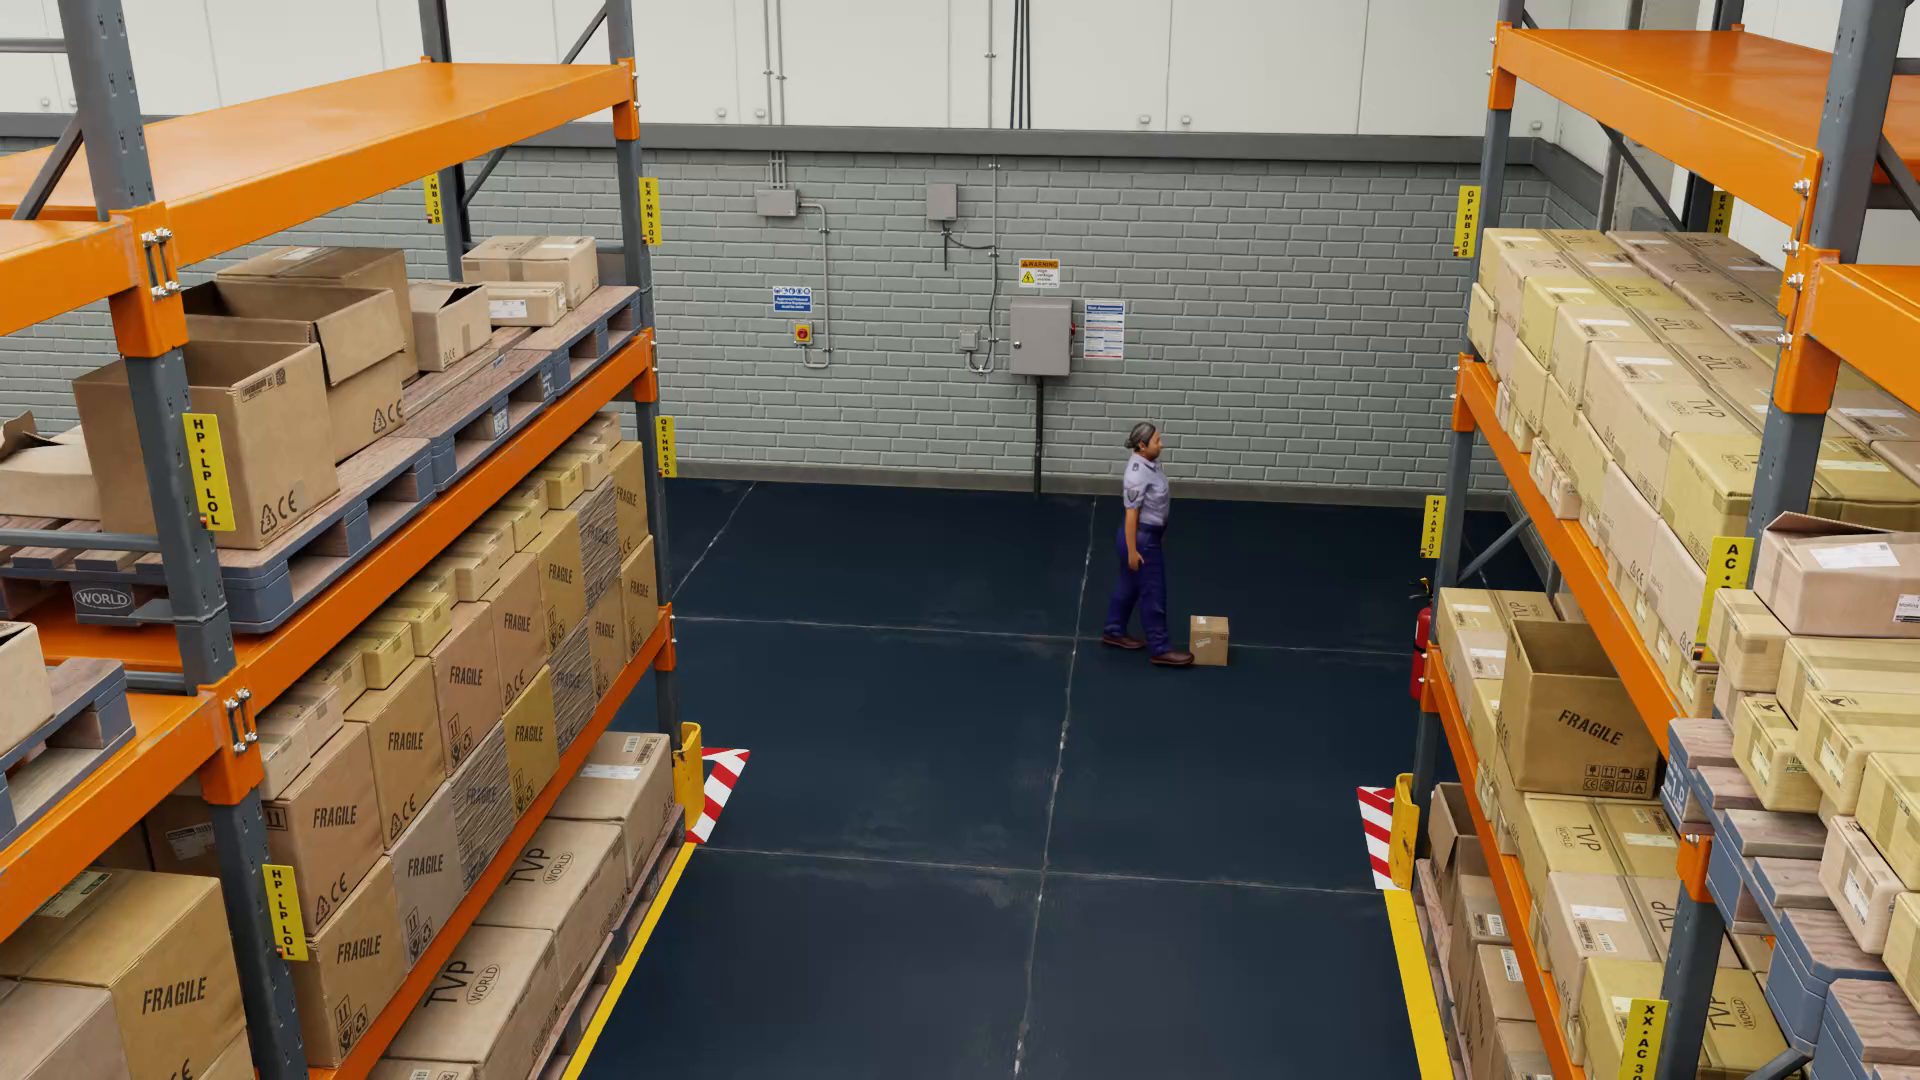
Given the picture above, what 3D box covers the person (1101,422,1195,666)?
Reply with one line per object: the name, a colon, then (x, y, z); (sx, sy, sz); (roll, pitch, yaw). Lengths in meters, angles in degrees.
person: (1.282, 0.009, 11.057); (0.648, 1.644, 0.483); (4, 22, 10)
